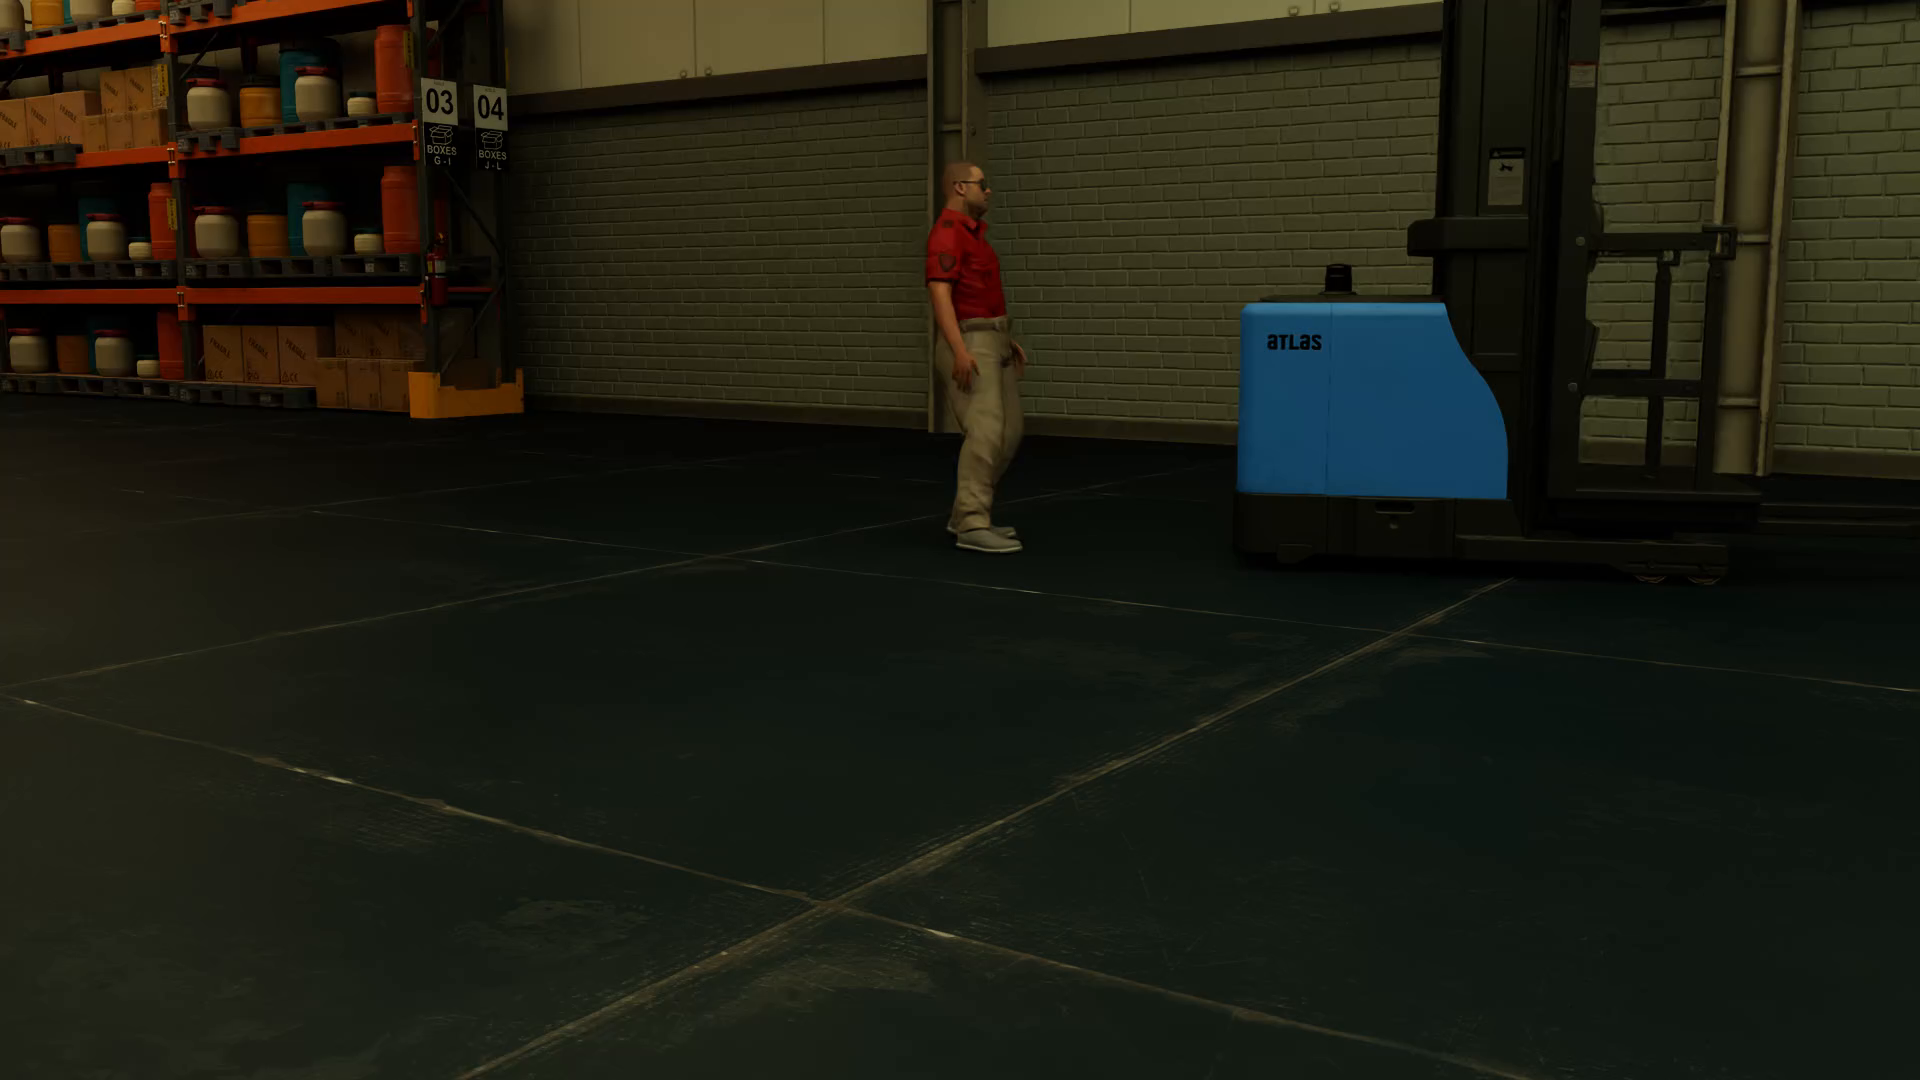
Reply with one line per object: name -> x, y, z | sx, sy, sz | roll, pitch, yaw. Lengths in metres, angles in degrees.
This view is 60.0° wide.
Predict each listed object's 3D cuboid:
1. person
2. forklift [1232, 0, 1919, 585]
person -> 0.116, -0.825, 7.441 | 0.502, 1.712, 0.713 | 2, 8, 16
forklift -> 2.690, -1.359, 6.750 | 3.031, 2.935, 1.130 | 2, 8, 12
